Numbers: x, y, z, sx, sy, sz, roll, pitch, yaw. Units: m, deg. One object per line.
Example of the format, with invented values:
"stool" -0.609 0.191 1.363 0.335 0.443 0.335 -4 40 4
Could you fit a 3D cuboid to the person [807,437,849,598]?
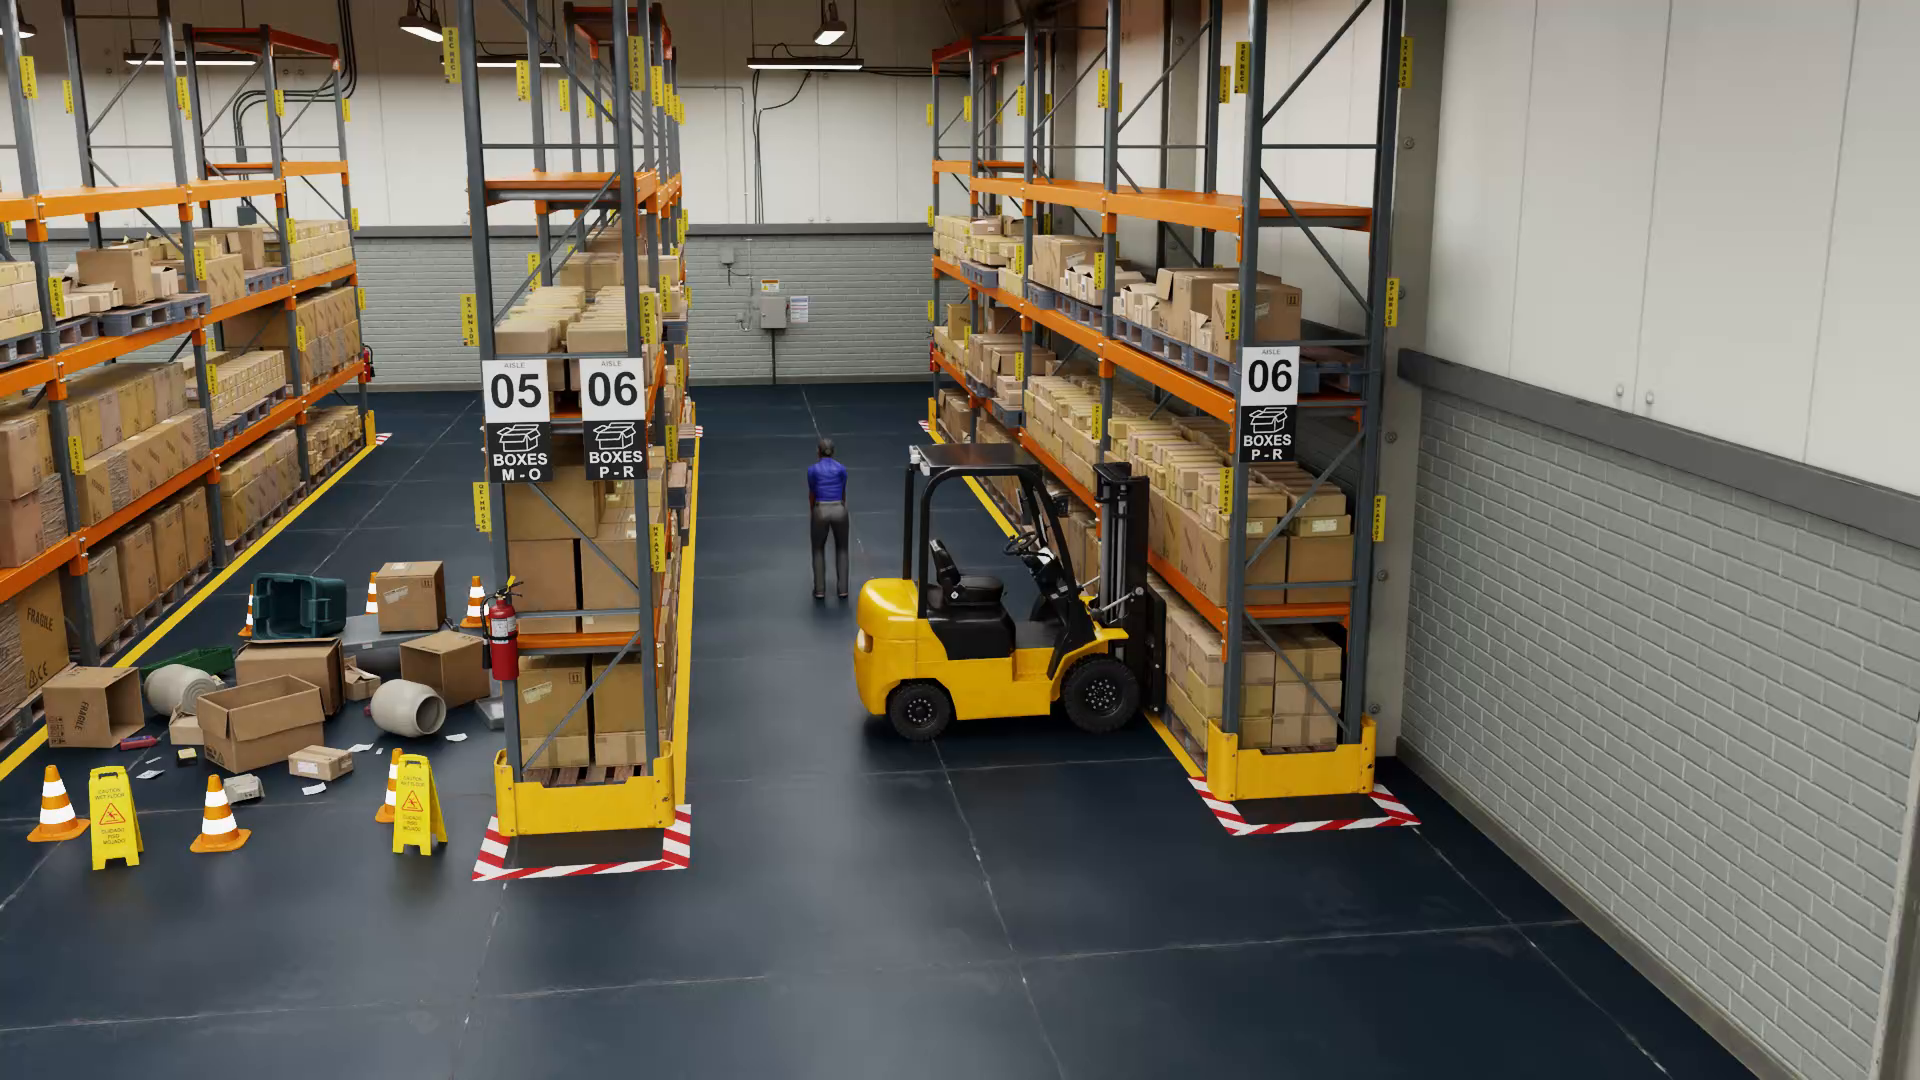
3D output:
"person" -1.358 -0.237 17.077 0.411 1.634 0.528 -2 13 -9
